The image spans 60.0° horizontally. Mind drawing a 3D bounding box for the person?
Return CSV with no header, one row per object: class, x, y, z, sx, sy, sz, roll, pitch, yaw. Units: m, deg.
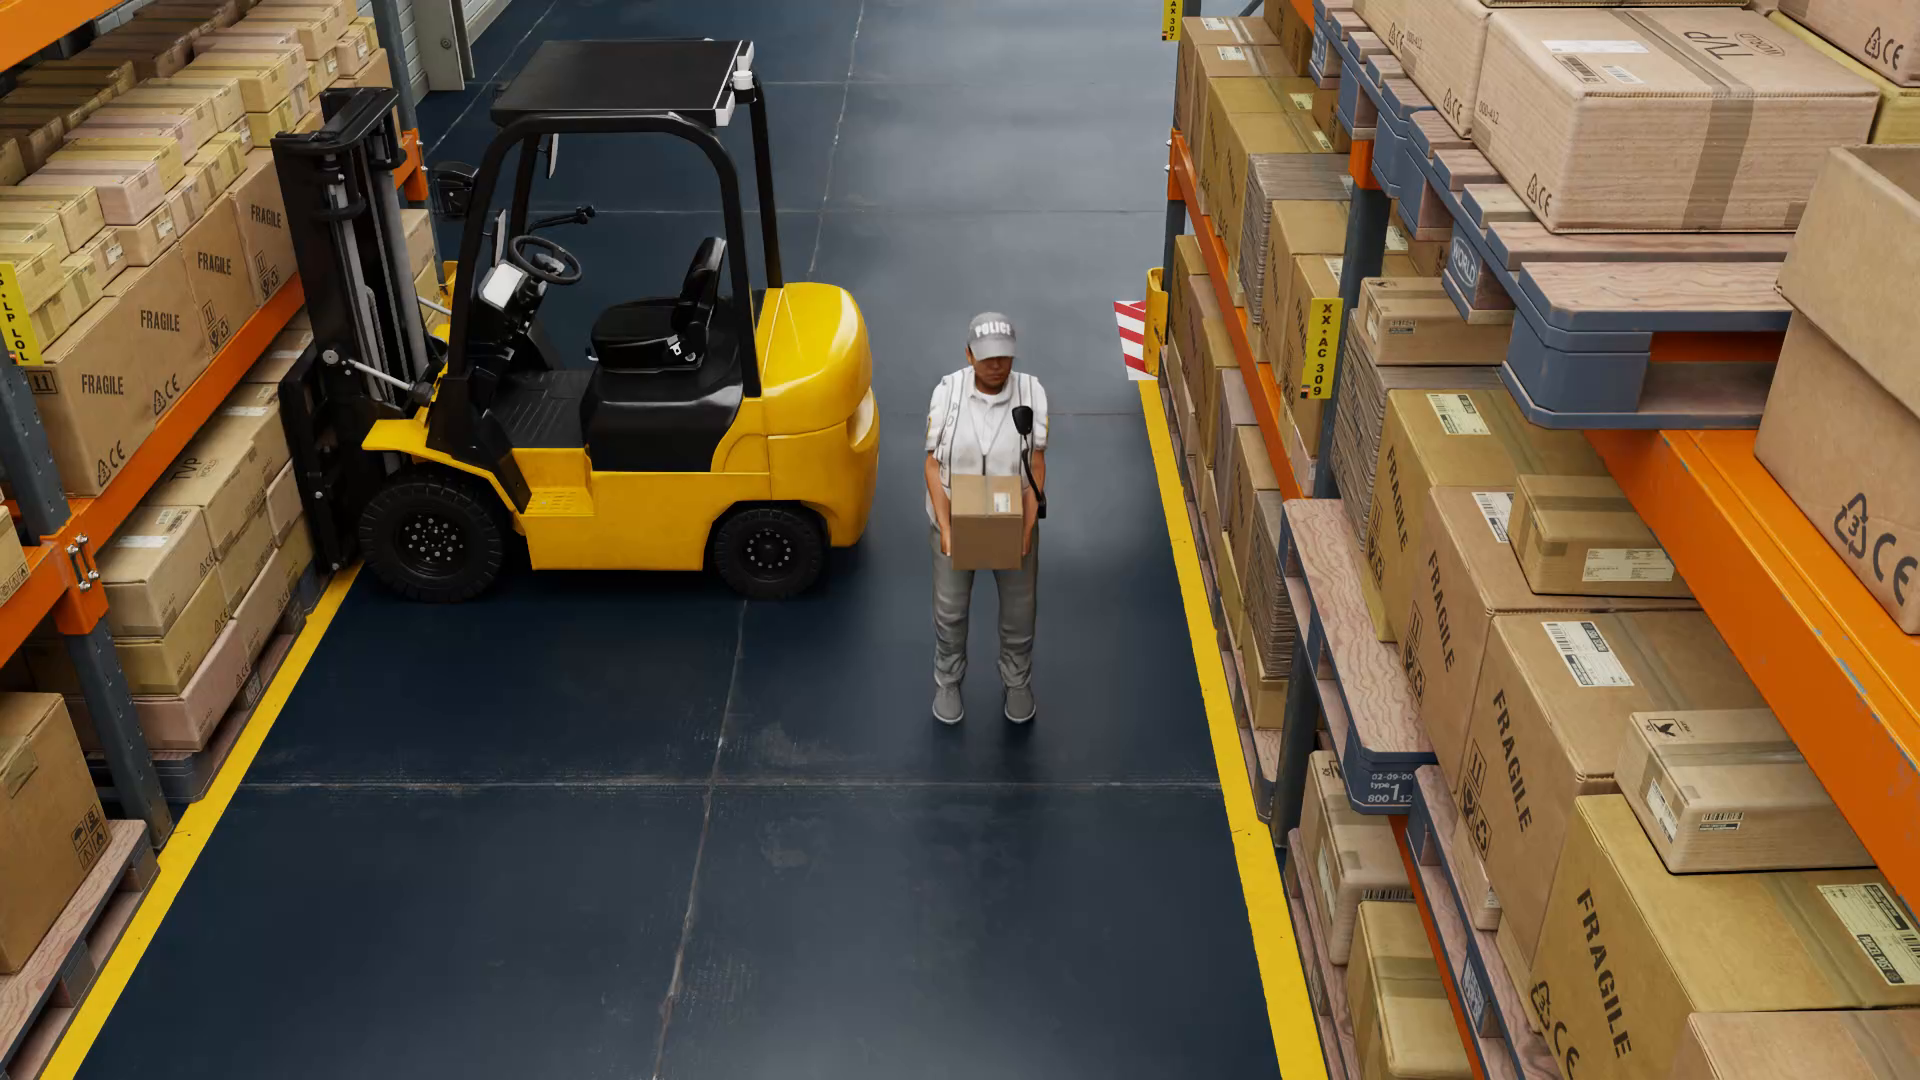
person,0.098,-0.027,6.188,0.455,1.657,0.542,0,32,0
